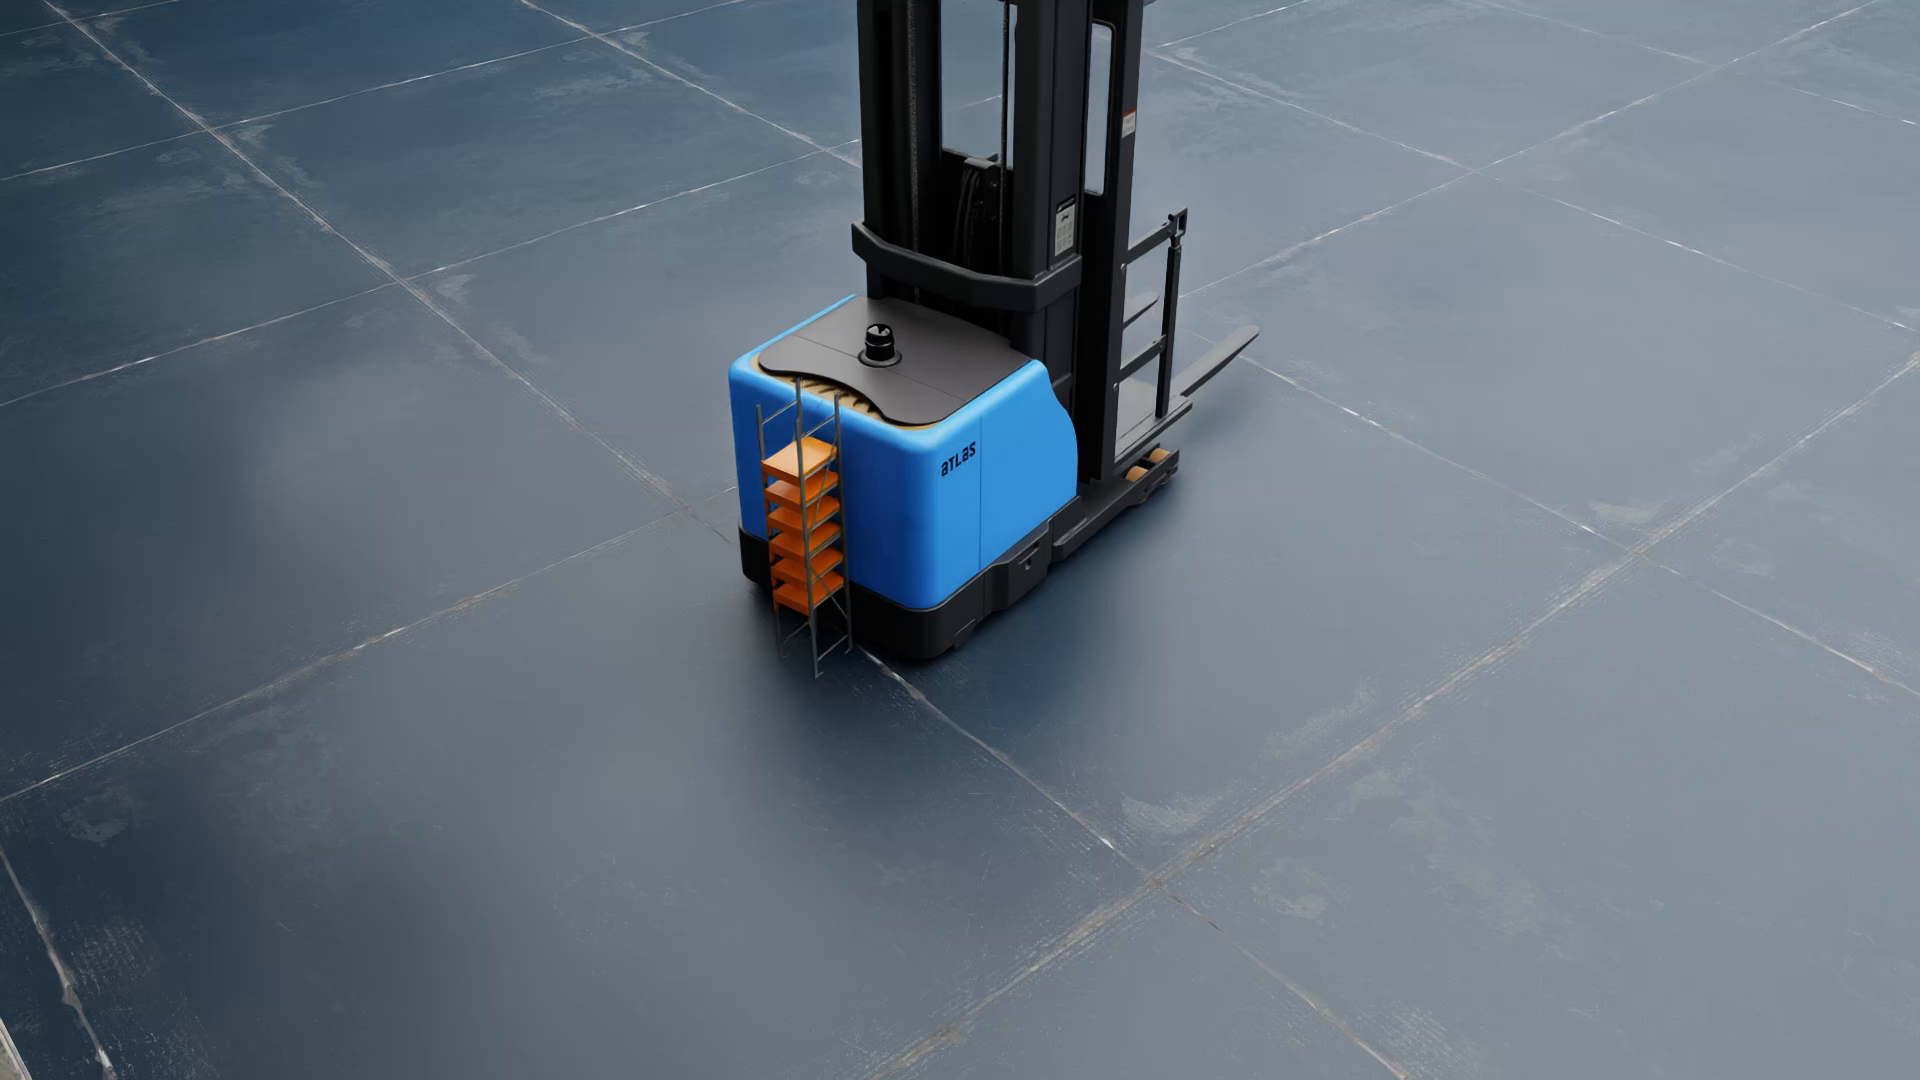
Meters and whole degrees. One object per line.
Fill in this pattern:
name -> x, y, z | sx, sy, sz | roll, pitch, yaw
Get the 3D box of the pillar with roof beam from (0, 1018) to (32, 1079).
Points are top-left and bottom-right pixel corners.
pillar with roof beam -> 1.439, -2.861, 3.636 | 9.100, 9.000, 0.400 | -26, 43, -32

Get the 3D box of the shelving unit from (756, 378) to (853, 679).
shelving unit -> -0.586, -0.022, 6.373 | 0.189, 1.200, 0.258 | 22, 42, 28

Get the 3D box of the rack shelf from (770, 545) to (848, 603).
rack shelf -> -0.585, 0.111, 6.469 | 0.180, 0.103, 0.258 | 22, 42, 28

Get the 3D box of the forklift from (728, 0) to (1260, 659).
forklift -> 0.363, -1.520, 6.992 | 1.130, 2.935, 3.031 | 24, 42, 30

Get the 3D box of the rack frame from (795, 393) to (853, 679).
rack frame -> -0.511, 0.008, 6.330 | 0.006, 1.200, 0.240 | 22, 42, 28

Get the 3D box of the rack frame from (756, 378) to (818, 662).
rack frame -> -0.660, -0.053, 6.416 | 0.006, 1.200, 0.240 | 22, 42, 28

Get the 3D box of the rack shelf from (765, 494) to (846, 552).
rack shelf -> -0.586, -0.083, 6.329 | 0.180, 0.103, 0.258 | 22, 42, 28

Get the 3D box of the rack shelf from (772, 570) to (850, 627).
rack shelf -> -0.584, 0.209, 6.539 | 0.180, 0.103, 0.258 | 22, 42, 28

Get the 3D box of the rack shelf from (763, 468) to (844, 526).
rack shelf -> -0.587, -0.181, 6.258 | 0.180, 0.103, 0.258 | 22, 42, 28

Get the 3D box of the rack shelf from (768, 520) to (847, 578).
rack shelf -> -0.585, 0.014, 6.399 | 0.180, 0.103, 0.258 | 22, 42, 28

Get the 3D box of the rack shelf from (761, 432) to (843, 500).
rack shelf -> -0.587, -0.278, 6.188 | 0.180, 0.103, 0.258 | 22, 42, 28
